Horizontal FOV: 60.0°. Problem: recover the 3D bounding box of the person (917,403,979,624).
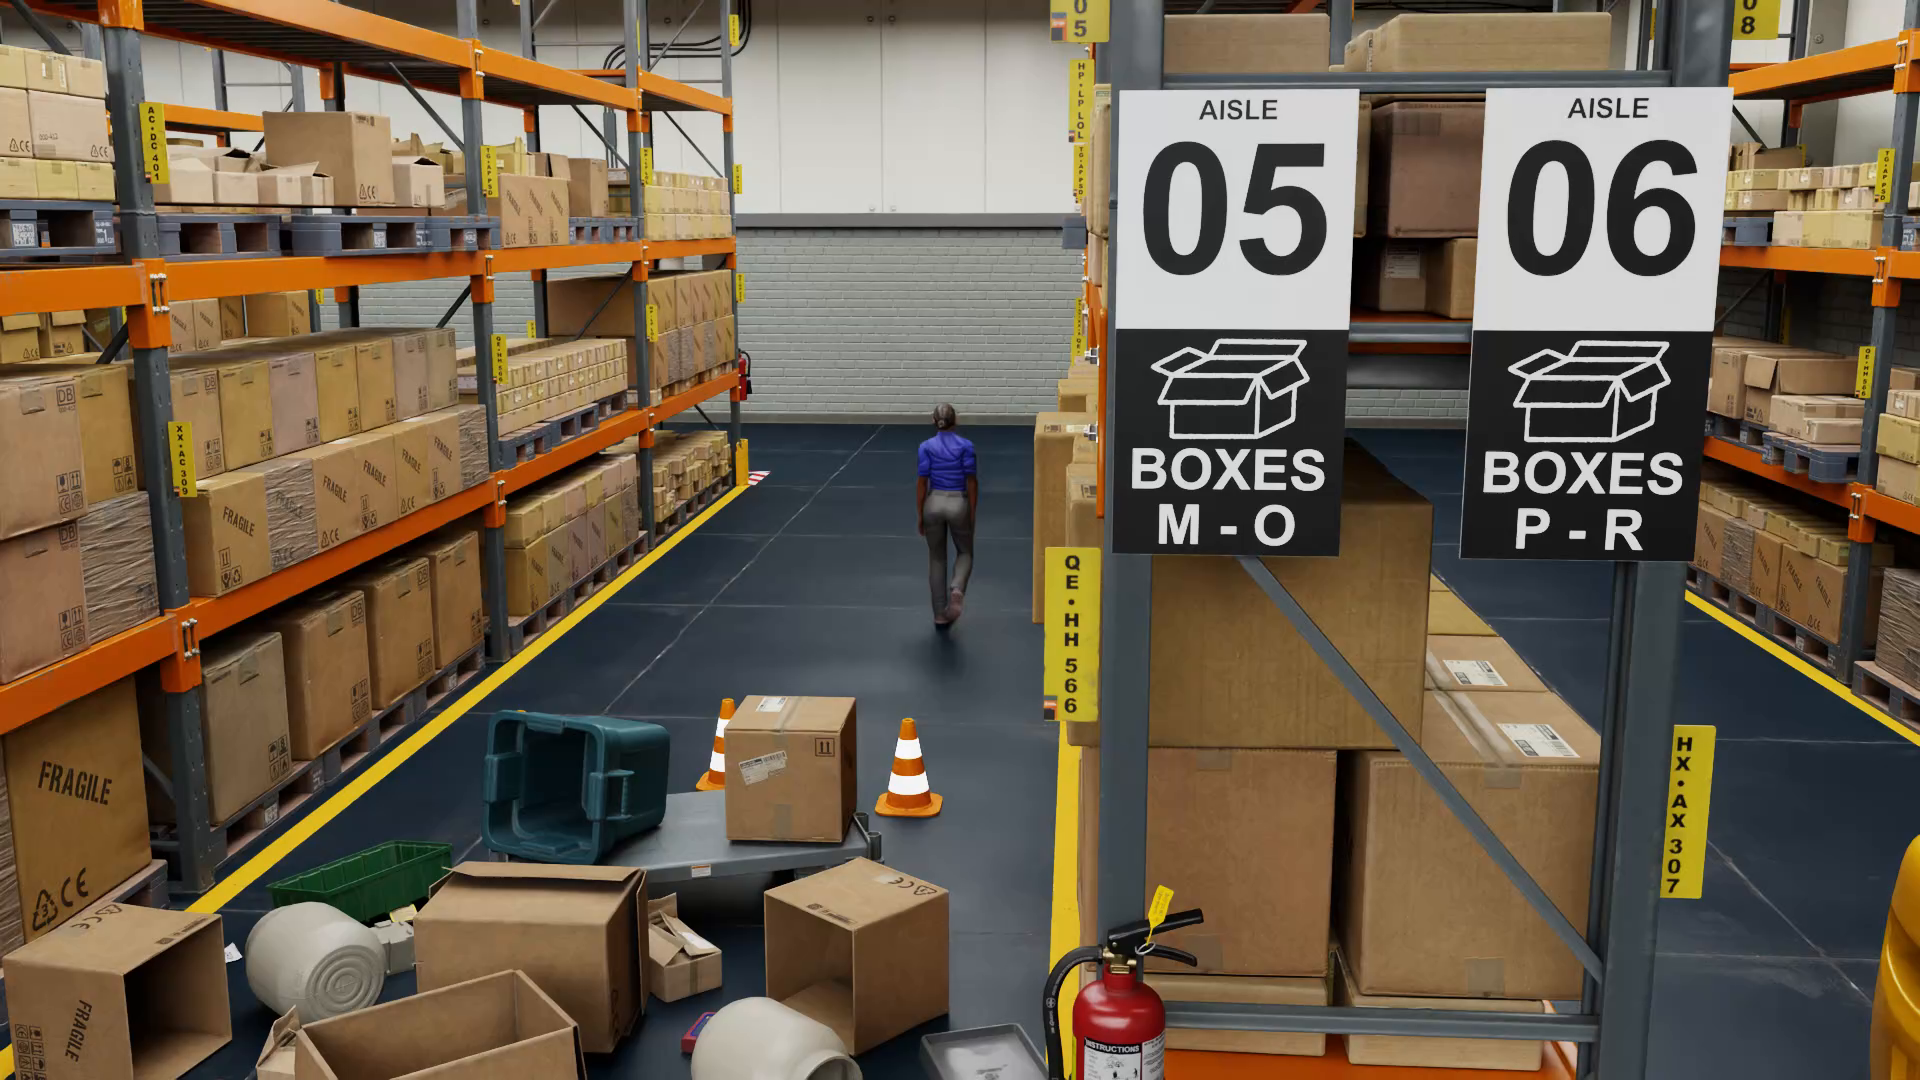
[{"bbox_3d":[-0.096,-0.179,12.263,0.461,1.650,0.499,1,11,5],"label":"person"}]
